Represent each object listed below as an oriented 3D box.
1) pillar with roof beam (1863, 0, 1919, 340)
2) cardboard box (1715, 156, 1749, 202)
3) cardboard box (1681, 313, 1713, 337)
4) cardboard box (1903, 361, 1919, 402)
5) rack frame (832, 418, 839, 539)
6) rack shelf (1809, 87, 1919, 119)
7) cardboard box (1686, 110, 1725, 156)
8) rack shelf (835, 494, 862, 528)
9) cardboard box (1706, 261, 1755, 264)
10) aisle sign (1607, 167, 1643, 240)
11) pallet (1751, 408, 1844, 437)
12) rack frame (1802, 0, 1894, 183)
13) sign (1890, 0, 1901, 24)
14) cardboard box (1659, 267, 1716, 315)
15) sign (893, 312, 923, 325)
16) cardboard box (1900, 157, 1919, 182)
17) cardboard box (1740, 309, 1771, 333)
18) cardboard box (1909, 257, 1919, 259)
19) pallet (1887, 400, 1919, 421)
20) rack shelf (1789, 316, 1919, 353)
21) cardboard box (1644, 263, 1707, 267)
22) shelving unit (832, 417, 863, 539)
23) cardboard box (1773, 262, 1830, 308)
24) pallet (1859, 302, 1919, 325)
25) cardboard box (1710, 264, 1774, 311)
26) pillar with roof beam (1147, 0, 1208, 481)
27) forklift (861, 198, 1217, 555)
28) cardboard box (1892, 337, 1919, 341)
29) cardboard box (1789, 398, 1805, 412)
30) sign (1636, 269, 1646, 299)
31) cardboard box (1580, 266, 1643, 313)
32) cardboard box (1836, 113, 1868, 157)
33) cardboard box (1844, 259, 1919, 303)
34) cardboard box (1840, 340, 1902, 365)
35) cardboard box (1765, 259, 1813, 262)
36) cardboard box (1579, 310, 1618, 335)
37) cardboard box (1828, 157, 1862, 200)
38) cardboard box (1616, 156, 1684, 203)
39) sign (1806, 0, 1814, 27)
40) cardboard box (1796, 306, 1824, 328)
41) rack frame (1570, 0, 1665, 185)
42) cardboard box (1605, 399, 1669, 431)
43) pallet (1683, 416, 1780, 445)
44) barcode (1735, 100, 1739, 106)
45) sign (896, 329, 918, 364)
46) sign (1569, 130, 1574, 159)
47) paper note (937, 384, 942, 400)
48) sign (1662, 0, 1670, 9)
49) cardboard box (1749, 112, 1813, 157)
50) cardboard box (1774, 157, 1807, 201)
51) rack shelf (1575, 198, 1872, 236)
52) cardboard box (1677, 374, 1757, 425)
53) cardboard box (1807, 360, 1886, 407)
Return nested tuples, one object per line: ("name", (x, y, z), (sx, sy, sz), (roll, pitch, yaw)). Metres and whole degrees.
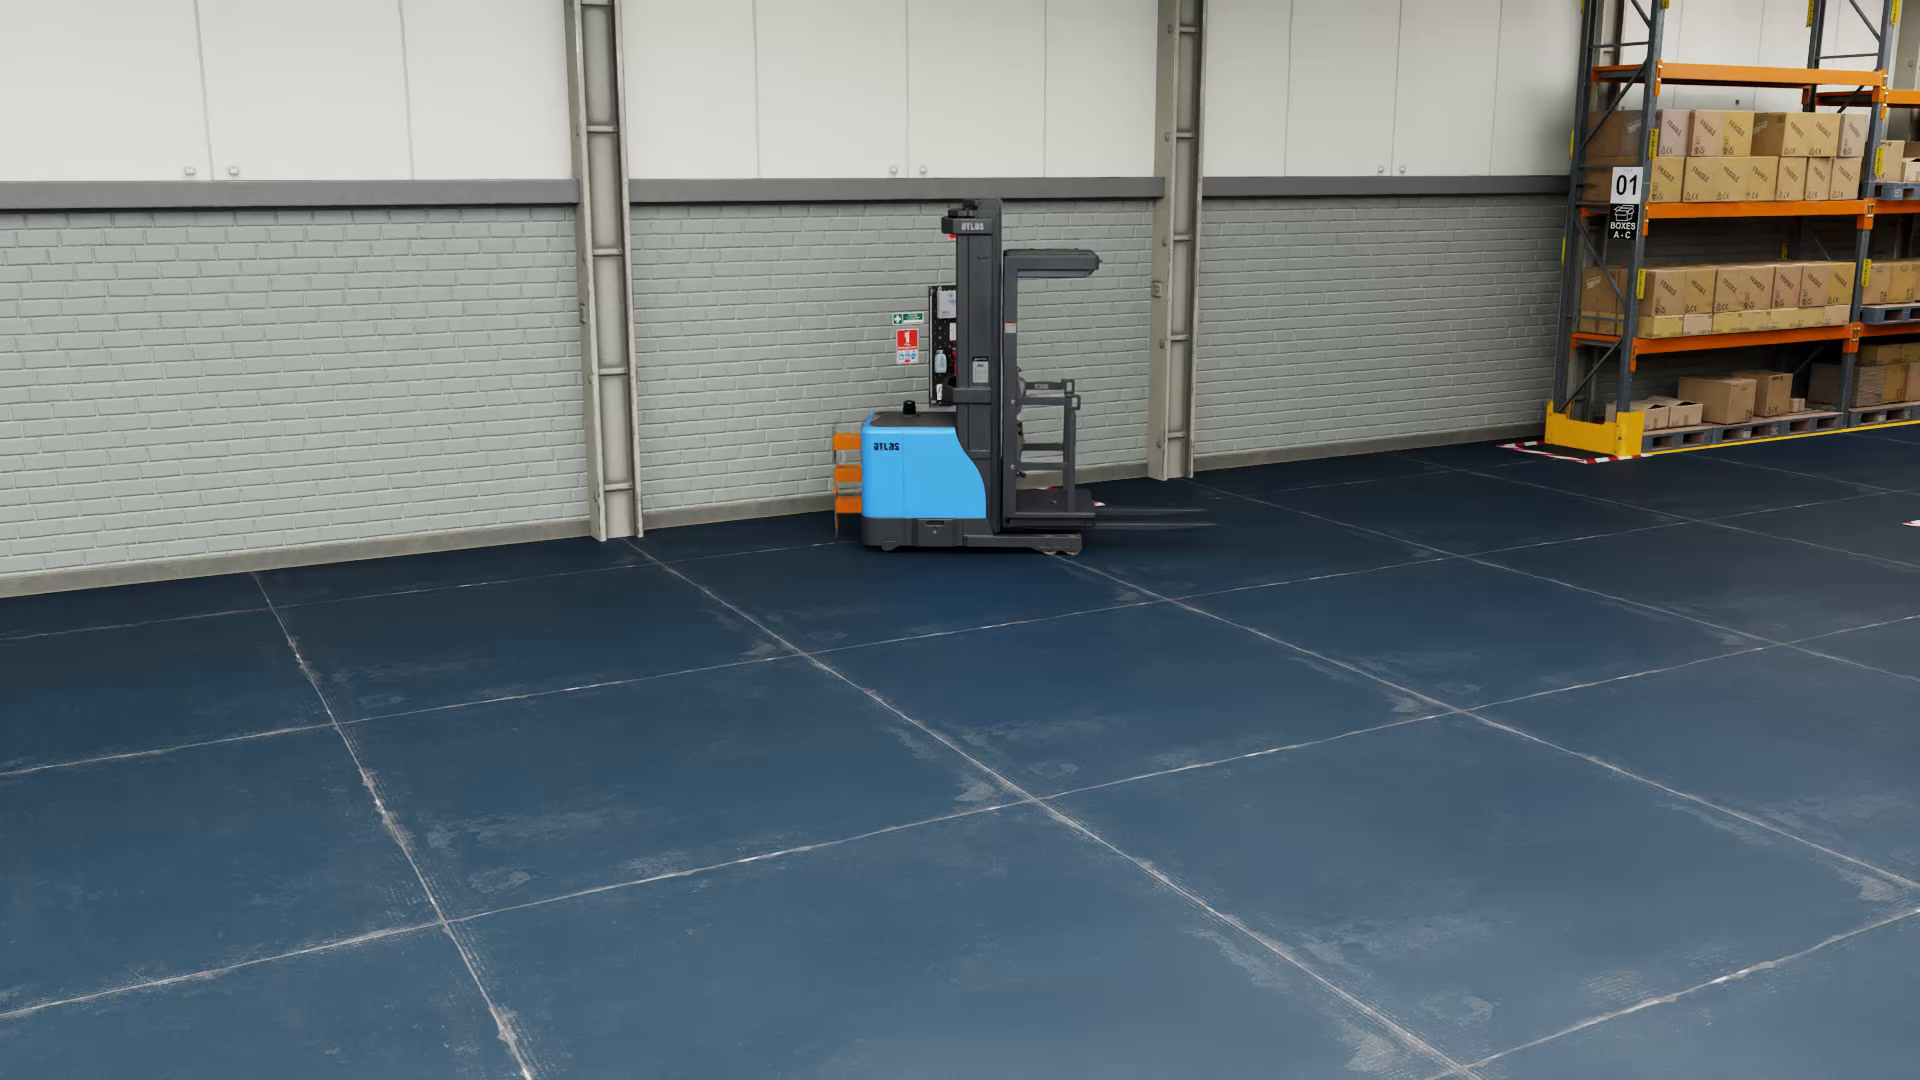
("pillar with roof beam", (14.813, -5.493, 18.520), (0.400, 9.000, 9.100), (-7, 14, -28))
("cardboard box", (8.640, -4.138, 19.059), (0.500, 0.500, 0.500), (-6, 14, -25))
("cardboard box", (8.313, -2.508, 19.218), (0.500, 0.250, 0.500), (-7, 15, -30))
("cardboard box", (12.330, -2.131, 21.935), (0.500, 0.500, 0.700), (-7, 14, -27))
("rack frame", (-1.096, -0.540, 14.615), (0.008, 1.050, 0.200), (-1, 13, 1))
("rack shelf", (12.550, -5.536, 21.262), (4.000, 0.370, 1.077), (-7, 14, -28))
("cardboard box", (8.203, -4.570, 18.704), (0.500, 0.500, 0.500), (-7, 14, -29))
("rack shelf", (-0.969, -0.260, 14.676), (0.240, 0.259, 0.215), (-1, 13, 1))
("cardboard box", (9.386, -3.133, 20.287), (0.500, 0.500, 0.500), (-6, 14, -26))
("aisle sign", (7.365, -3.727, 18.417), (0.004, 0.787, 0.394), (-7, 14, -28))
("pallet", (10.222, -1.507, 20.824), (1.213, 0.211, 1.003), (-7, 14, -28))
("rack frame", (10.795, -5.872, 20.204), (0.127, 3.000, 1.000), (-7, 14, -28))
("sign", (11.039, -6.259, 19.619), (0.005, 0.325, 0.100), (-7, 14, -28))
("cardboard box", (8.286, -2.869, 19.113), (0.500, 0.500, 0.500), (-7, 14, -28))
("sign", (-0.496, -2.117, 15.896), (0.331, 0.109, 0.001), (-7, 14, -28))
("cardboard box", (11.854, -4.676, 20.972), (0.500, 0.311, 0.500), (-6, 14, -26))
("cardboard box", (9.208, -2.613, 19.685), (0.500, 0.250, 0.500), (-7, 14, -27))
("cardboard box", (12.815, -3.442, 21.843), (0.500, 0.500, 0.700), (-7, 14, -28))
("pallet", (12.550, -1.796, 22.108), (1.213, 0.211, 1.003), (-7, 14, -28))
("rack shelf", (12.550, -2.804, 21.876), (4.000, 0.370, 1.077), (-7, 14, -28))
("cardboard box", (8.494, -3.023, 19.799), (0.500, 0.500, 0.500), (-7, 15, -29))
("shelving unit", (-0.974, -0.541, 14.613), (0.252, 1.050, 0.215), (-1, 13, 1))
("cardboard box", (10.093, -3.084, 20.070), (0.500, 0.500, 0.500), (-7, 14, -28))
("pallet", (11.535, -2.904, 21.116), (1.213, 0.211, 1.003), (-7, 14, -28))
("cardboard box", (9.190, -2.979, 19.600), (0.500, 0.500, 0.500), (-6, 14, -26))
("pillar with roof beam", (4.280, -4.230, 12.911), (0.400, 9.000, 9.100), (-7, 14, -28))
("forklift", (0.680, -1.421, 14.247), (3.031, 2.935, 1.130), (0, 13, 1))
("cardboard box", (12.719, -2.538, 22.037), (0.500, 0.250, 0.500), (-7, 14, -28))
("cardboard box", (10.340, -1.715, 20.849), (0.250, 0.166, 0.380), (-9, 16, -35))
("sign", (7.544, -2.842, 18.433), (0.005, 0.325, 0.100), (-7, 14, -28))
("cardboard box", (7.596, -2.917, 19.327), (0.500, 0.500, 0.500), (-7, 14, -28))
("cardboard box", (10.485, -4.850, 19.944), (0.500, 0.500, 0.500), (-8, 15, -33))
("cardboard box", (11.752, -3.313, 21.267), (0.500, 0.500, 0.700), (-5, 14, -22))
("cardboard box", (11.818, -2.433, 21.573), (0.500, 0.250, 0.500), (-7, 15, -29))
("cardboard box", (10.282, -3.238, 20.754), (0.500, 0.500, 0.500), (-7, 15, -29))
("cardboard box", (7.601, -2.547, 19.391), (0.500, 0.250, 0.500), (-7, 14, -27))
("cardboard box", (10.468, -4.366, 20.071), (0.500, 0.500, 0.500), (-6, 14, -26))
("cardboard box", (7.697, -4.033, 18.592), (0.500, 0.500, 0.500), (-6, 14, -26))
("sign", (10.524, -6.511, 20.556), (0.005, 0.325, 0.100), (-7, 14, -28))
("cardboard box", (10.083, -2.722, 20.170), (0.500, 0.250, 0.500), (-7, 14, -28))
("rack frame", (7.284, -5.451, 18.334), (0.127, 3.000, 1.000), (-7, 14, -28))
("cardboard box", (7.934, -1.482, 19.486), (0.500, 0.311, 0.500), (-9, 15, -34))
("pallet", (9.150, -1.378, 20.250), (1.213, 0.211, 1.003), (-7, 14, -28))
("barcode", (9.369, -5.272, 20.043), (0.075, 0.075, 0.001), (-7, 14, -28))
("sign", (-0.505, -1.860, 15.959), (0.234, 0.329, 0.001), (-7, 14, -28))
("sign", (7.036, -4.528, 19.051), (0.005, 0.325, 0.100), (-7, 14, -28))
("paper note", (-0.158, -1.445, 16.206), (0.142, 0.148, 0.016), (-7, 14, -28))
("sign", (7.544, -5.841, 17.758), (0.005, 0.325, 0.100), (-7, 14, -28))
("cardboard box", (9.556, -4.733, 19.425), (0.500, 0.500, 0.500), (-7, 15, -30))
("cardboard box", (9.552, -4.250, 19.555), (0.500, 0.500, 0.500), (-7, 15, -30))
("rack shelf", (9.039, -3.847, 19.677), (4.000, 0.370, 1.077), (-7, 14, -28))
("cardboard box", (9.103, -1.702, 20.032), (0.500, 0.500, 0.700), (-8, 15, -31))
("cardboard box", (11.433, -2.021, 21.447), (0.500, 0.500, 0.700), (-6, 14, -26))
